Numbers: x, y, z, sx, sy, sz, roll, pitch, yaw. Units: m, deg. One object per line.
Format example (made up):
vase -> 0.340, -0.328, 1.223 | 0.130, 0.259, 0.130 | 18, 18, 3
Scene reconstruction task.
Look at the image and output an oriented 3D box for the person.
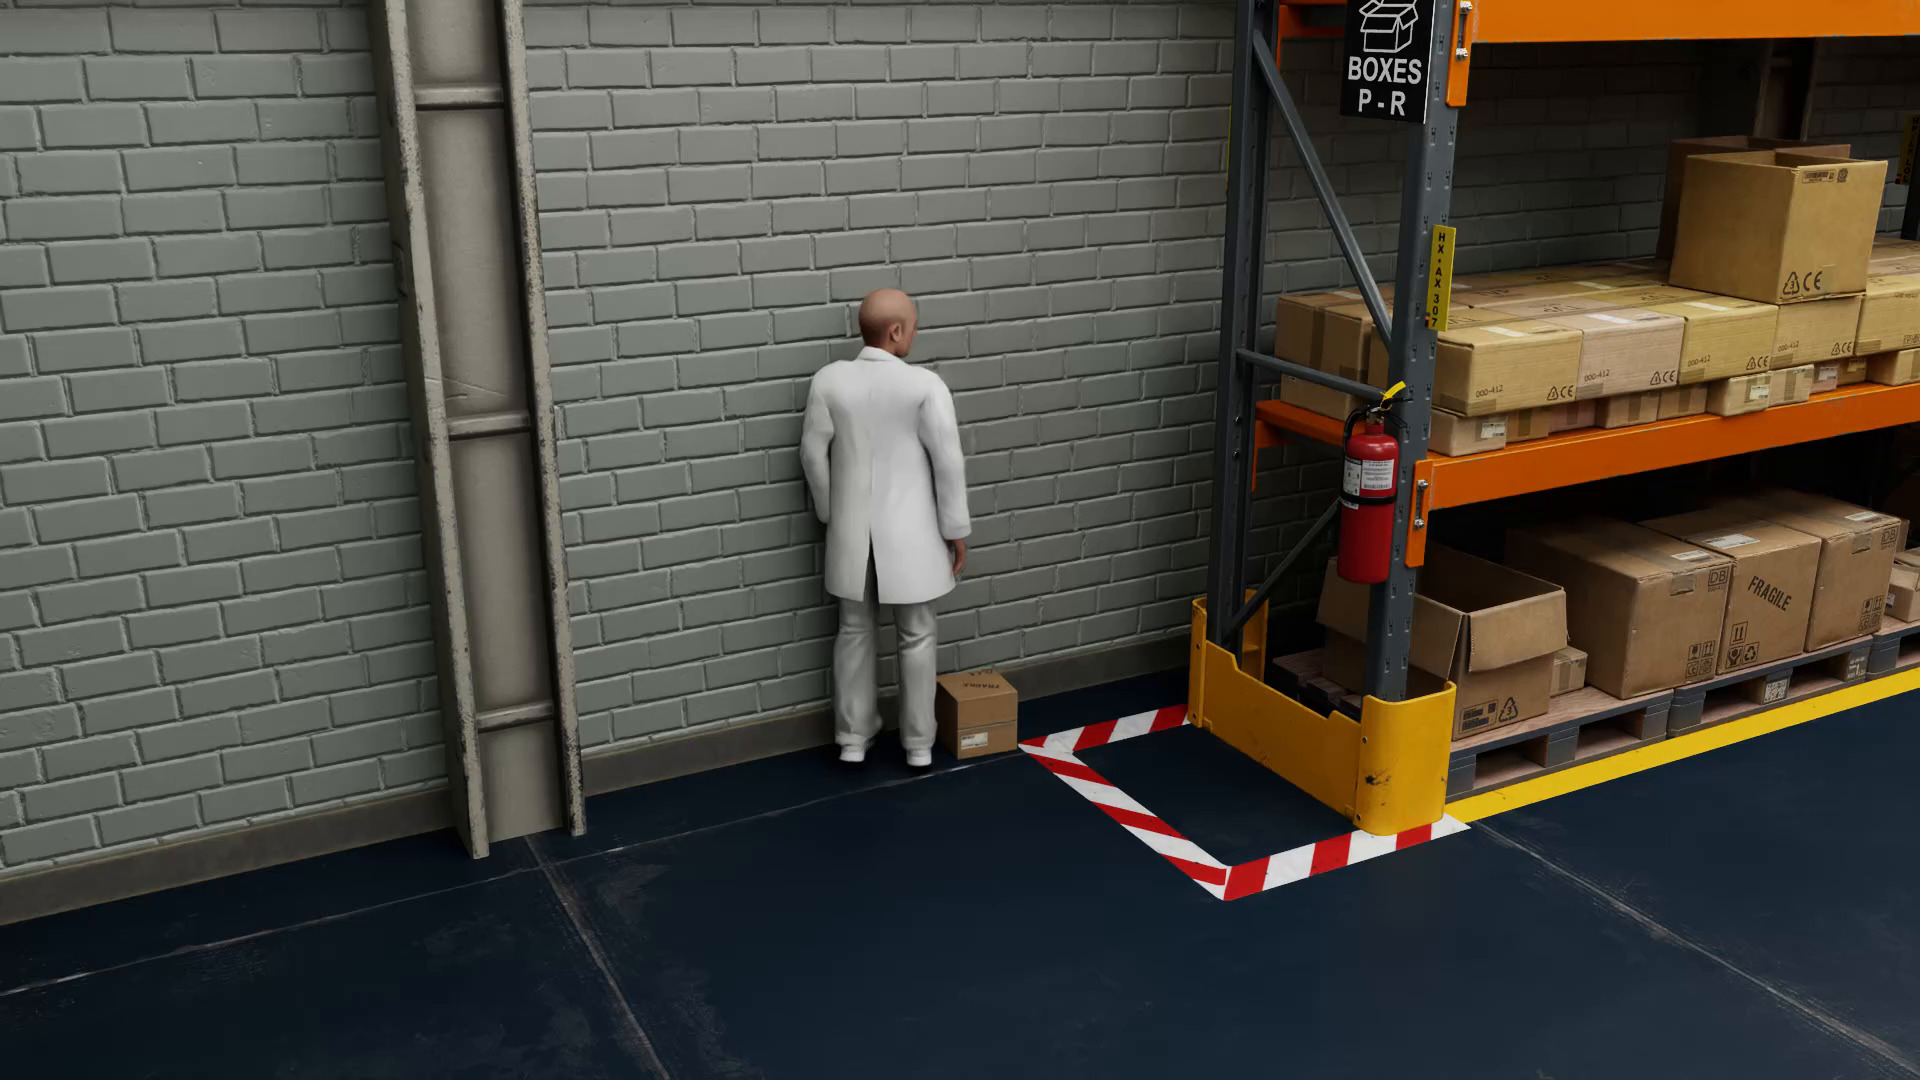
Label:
person -> -0.250, -0.027, 6.106 | 0.626, 1.809, 0.427 | 6, 19, 18
